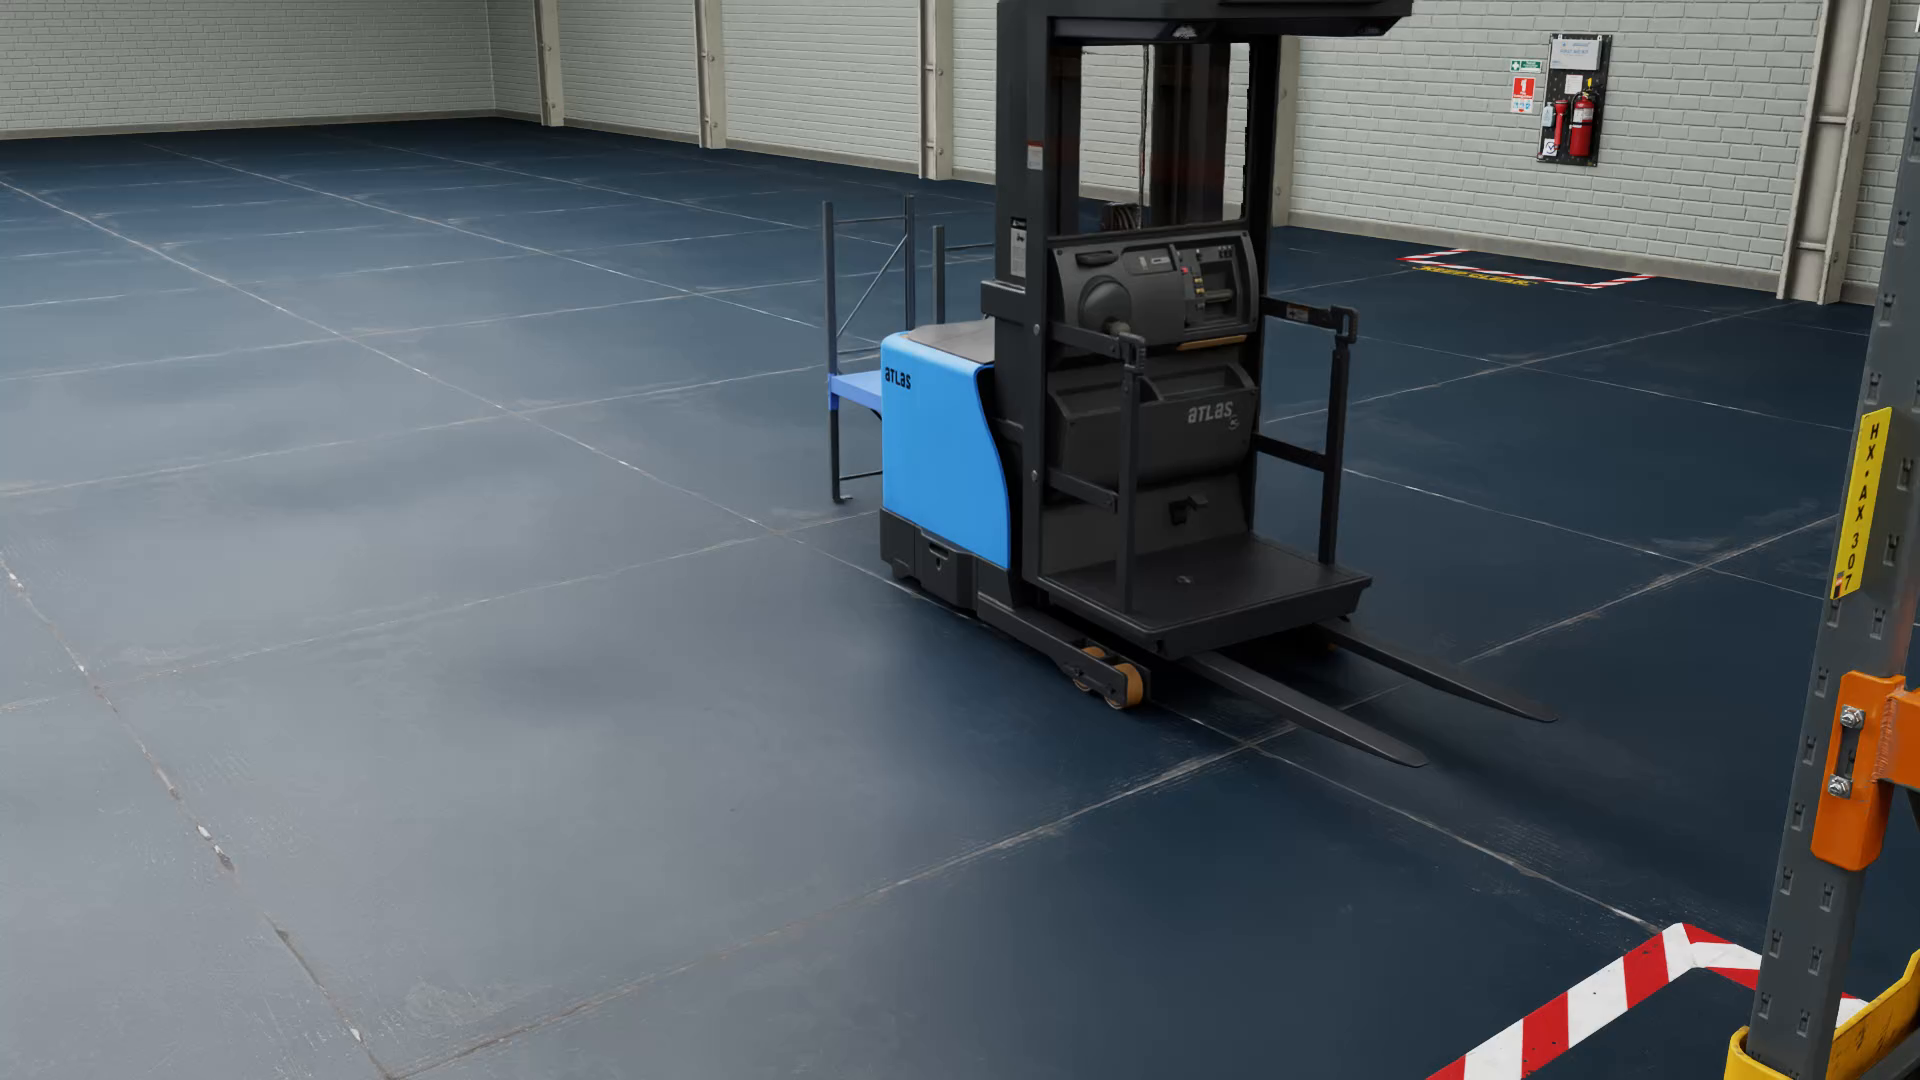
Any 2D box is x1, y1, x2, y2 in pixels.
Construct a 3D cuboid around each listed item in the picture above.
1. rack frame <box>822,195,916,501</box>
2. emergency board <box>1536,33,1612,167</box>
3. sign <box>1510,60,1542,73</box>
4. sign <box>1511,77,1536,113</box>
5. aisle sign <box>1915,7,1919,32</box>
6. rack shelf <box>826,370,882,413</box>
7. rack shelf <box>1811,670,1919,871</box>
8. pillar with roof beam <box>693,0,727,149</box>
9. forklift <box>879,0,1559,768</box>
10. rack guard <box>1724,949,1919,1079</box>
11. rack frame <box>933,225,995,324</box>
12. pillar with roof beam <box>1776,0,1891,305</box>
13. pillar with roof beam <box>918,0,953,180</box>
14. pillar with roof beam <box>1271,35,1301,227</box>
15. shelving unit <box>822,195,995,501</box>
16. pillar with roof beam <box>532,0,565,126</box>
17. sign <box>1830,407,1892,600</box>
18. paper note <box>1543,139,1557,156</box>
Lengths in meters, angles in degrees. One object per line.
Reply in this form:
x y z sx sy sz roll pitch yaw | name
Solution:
-0.444 -0.956 8.363 0.500 1.500 0.032 -11 21 -31 | rack frame
5.618 -4.060 15.353 0.194 1.169 0.643 -14 23 -36 | emergency board
5.352 -4.483 15.728 0.001 0.109 0.331 -14 23 -36 | sign
5.356 -4.234 15.820 0.001 0.329 0.234 -14 23 -36 | sign
1.695 -1.230 2.671 0.394 0.787 0.004 -14 23 -36 | aisle sign
-0.171 -0.650 8.012 0.538 0.185 1.000 -11 21 -31 | rack shelf
3.211 0.799 1.823 1.077 0.370 4.000 -14 23 -36 | rack shelf
-7.428 -9.887 23.406 9.100 9.000 0.400 -14 23 -36 | pillar with roof beam
0.859 -0.946 6.058 1.130 2.935 3.031 -11 21 -31 | forklift
2.053 1.160 3.563 1.175 0.500 0.348 -14 23 -36 | rack guard
0.101 -0.686 7.548 0.500 1.500 0.032 -11 21 -31 | rack frame
3.748 -5.452 10.011 9.100 9.000 0.400 -14 23 -36 | pillar with roof beam
-3.703 -8.409 18.941 9.100 9.000 0.400 -14 23 -36 | pillar with roof beam
0.023 -6.930 14.476 9.100 9.000 0.400 -14 23 -36 | pillar with roof beam
-0.171 -0.821 7.956 0.538 1.500 1.048 -11 21 -31 | shelving unit
-11.153 -11.366 27.871 9.100 9.000 0.400 -14 23 -36 | pillar with roof beam
1.535 -0.061 2.834 0.100 0.325 0.005 -14 23 -36 | sign
5.562 -3.699 15.664 0.016 0.148 0.142 -14 23 -36 | paper note
